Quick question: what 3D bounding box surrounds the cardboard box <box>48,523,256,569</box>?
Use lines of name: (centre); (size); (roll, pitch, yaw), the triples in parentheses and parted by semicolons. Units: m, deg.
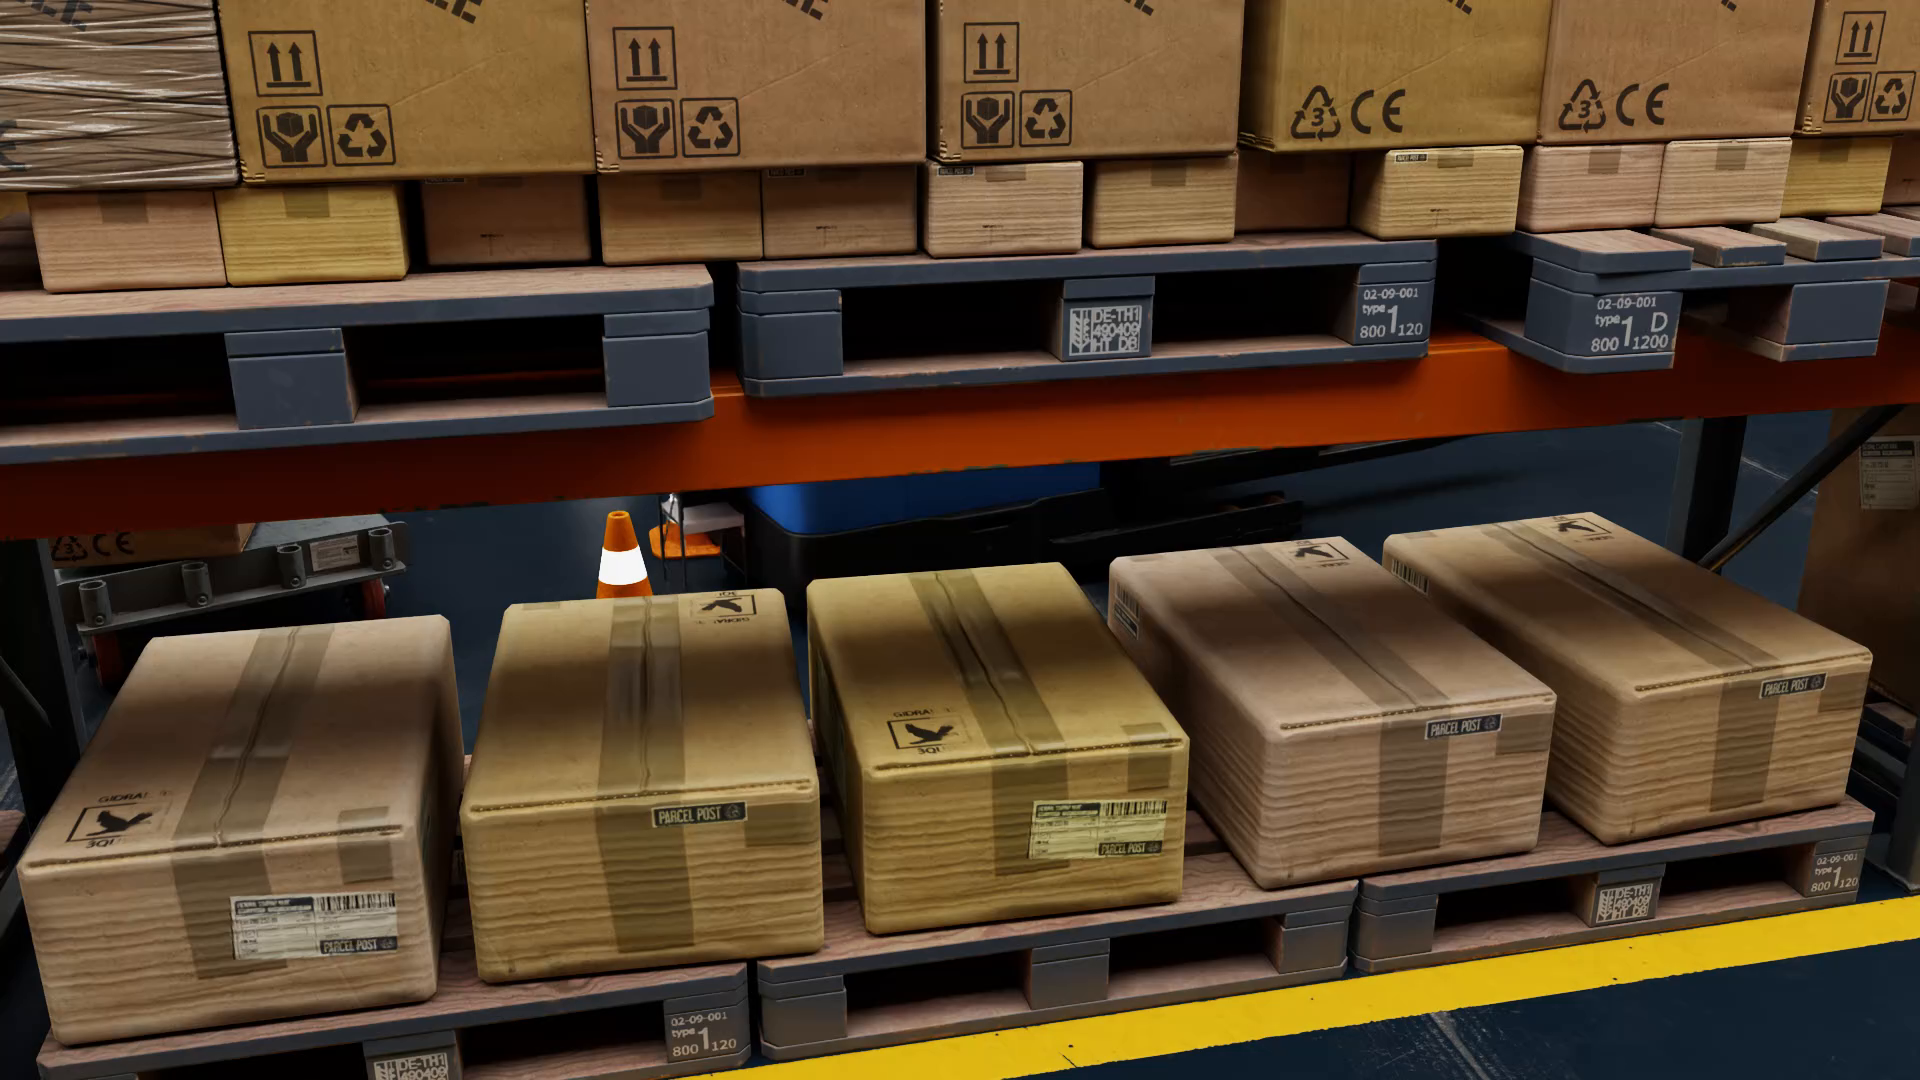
cardboard box: (-2.285, -0.255, 4.682); (0.500, 0.500, 0.500); (-5, 21, -12)

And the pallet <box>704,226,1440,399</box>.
pallet: (0.129, -0.536, 3.194); (1.213, 0.211, 1.003); (-5, 21, -12)

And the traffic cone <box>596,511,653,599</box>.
traffic cone: (-0.962, 0.145, 4.746); (0.334, 0.463, 0.336); (-5, 21, -12)

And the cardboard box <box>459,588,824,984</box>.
cardboard box: (-0.638, 0.457, 3.416); (0.625, 0.372, 0.950); (-3, 20, -9)

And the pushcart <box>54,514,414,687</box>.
pushcart: (-2.420, -0.007, 5.286); (0.936, 0.377, 1.648); (-13, 24, -31)

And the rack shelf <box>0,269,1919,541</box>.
rack shelf: (0.100, -0.300, 3.318); (4.000, 0.370, 1.077); (-5, 21, -12)

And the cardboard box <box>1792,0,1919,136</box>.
cardboard box: (1.668, -1.051, 3.134); (0.500, 0.500, 0.500); (-5, 21, -14)

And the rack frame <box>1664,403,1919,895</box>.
rack frame: (2.046, -0.796, 3.627); (0.127, 3.000, 1.000); (-5, 21, -12)

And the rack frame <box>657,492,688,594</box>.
rack frame: (-0.917, -0.250, 5.188); (0.006, 0.900, 0.240); (-11, 23, -26)

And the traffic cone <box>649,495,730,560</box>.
traffic cone: (-0.910, -0.213, 5.722); (0.334, 0.463, 0.336); (-5, 21, -12)

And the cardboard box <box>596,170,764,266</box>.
cardboard box: (-0.473, -0.568, 2.758); (0.250, 0.149, 0.380); (-4, 21, -12)

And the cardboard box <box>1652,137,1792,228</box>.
cardboard box: (1.302, -0.690, 3.092); (0.250, 0.149, 0.380); (-5, 21, -13)

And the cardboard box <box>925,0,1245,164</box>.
cardboard box: (0.145, -0.923, 2.785); (0.500, 0.500, 0.500); (-6, 21, -15)

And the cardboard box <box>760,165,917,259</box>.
cardboard box: (-0.232, -0.587, 2.810); (0.250, 0.149, 0.380); (-4, 21, -12)

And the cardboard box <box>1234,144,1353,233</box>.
cardboard box: (0.517, -0.669, 3.034); (0.250, 0.149, 0.380); (-4, 21, -12)

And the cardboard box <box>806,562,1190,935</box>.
cardboard box: (0.038, 0.401, 3.568); (0.625, 0.372, 0.950); (-4, 20, -11)

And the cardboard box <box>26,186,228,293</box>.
cardboard box: (-1.236, -0.497, 2.564); (0.250, 0.149, 0.380); (-4, 21, -12)

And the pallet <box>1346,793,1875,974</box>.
pallet: (1.285, 0.575, 3.939); (1.213, 0.211, 1.003); (-5, 21, -12)

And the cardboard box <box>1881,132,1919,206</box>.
cardboard box: (1.781, -0.770, 3.312); (0.250, 0.149, 0.380); (-4, 20, -10)

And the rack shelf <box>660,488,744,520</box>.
rack shelf: (-0.826, -0.151, 5.275); (0.200, 0.077, 0.258); (-11, 23, -26)

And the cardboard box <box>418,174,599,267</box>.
cardboard box: (-0.733, -0.561, 2.741); (0.250, 0.149, 0.380); (-3, 20, -9)

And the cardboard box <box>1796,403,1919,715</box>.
cardboard box: (2.737, -0.022, 3.993); (0.875, 0.875, 0.875); (-5, 21, -13)

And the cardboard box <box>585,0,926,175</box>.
cardboard box: (-0.353, -0.879, 2.664); (0.500, 0.500, 0.500); (-5, 21, -13)

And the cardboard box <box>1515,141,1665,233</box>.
cardboard box: (1.055, -0.673, 3.045); (0.250, 0.149, 0.380); (-6, 21, -15)

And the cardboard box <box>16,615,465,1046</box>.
cardboard box: (-1.337, 0.515, 3.258); (0.625, 0.372, 0.950); (-4, 21, -12)

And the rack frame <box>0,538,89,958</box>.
rack frame: (-1.847, -0.479, 2.762); (0.127, 3.000, 1.000); (-5, 21, -12)

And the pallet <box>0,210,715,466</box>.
pallet: (-1.069, -0.401, 2.828); (1.213, 0.211, 1.003); (-5, 21, -12)

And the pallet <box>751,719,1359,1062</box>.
pallet: (0.100, 0.670, 3.678); (1.213, 0.211, 1.003); (-5, 21, -12)

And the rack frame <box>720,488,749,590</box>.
rack frame: (-0.737, -0.284, 5.276); (0.006, 0.900, 0.240); (-11, 23, -26)

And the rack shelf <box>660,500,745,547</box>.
rack shelf: (-0.825, -0.067, 5.306); (0.200, 0.077, 0.258); (-11, 23, -26)

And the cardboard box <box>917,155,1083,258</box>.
cardboard box: (0.039, -0.590, 2.820); (0.250, 0.149, 0.380); (-4, 20, -10)

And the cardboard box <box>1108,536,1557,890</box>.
cardboard box: (0.778, 0.343, 3.727); (0.625, 0.372, 0.950); (-5, 21, -14)

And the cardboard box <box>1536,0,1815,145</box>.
cardboard box: (1.167, -1.006, 3.012); (0.500, 0.500, 0.500); (-5, 21, -13)

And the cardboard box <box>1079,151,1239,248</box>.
cardboard box: (0.292, -0.621, 2.905); (0.250, 0.149, 0.380); (-5, 21, -14)

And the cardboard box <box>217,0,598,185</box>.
cardboard box: (-0.837, -0.844, 2.570); (0.500, 0.500, 0.500); (-5, 21, -12)

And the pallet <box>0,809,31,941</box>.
pallet: (-2.492, 0.895, 3.065); (1.213, 0.211, 1.003); (-5, 21, -12)

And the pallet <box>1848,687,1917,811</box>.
pallet: (2.831, 0.476, 4.208); (1.213, 0.211, 1.003); (-5, 21, -12)

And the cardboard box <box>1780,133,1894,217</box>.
cardboard box: (1.537, -0.725, 3.188); (0.250, 0.149, 0.380); (-4, 21, -12)

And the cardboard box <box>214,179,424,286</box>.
cardboard box: (-0.991, -0.513, 2.610); (0.250, 0.149, 0.380); (-4, 21, -11)

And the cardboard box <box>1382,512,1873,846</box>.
cardboard box: (1.494, 0.282, 3.893); (0.625, 0.372, 0.950); (-6, 21, -16)

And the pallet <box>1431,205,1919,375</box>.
pallet: (1.377, -0.614, 3.408); (1.003, 0.211, 1.213); (-5, 21, -12)

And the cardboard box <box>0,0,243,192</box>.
cardboard box: (-1.324, -0.804, 2.461); (0.500, 0.500, 0.500); (-4, 21, -11)

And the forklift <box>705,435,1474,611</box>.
forklift: (0.616, -1.481, 5.595); (3.031, 2.935, 1.130); (-10, 22, -26)

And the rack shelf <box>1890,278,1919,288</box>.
rack shelf: (3.992, -0.616, 4.182); (4.000, 0.370, 1.077); (-5, 21, -12)

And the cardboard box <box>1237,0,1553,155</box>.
cardboard box: (0.676, -0.966, 2.902); (0.500, 0.500, 0.500); (-6, 21, -16)

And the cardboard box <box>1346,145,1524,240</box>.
cardboard box: (0.791, -0.646, 2.973); (0.250, 0.149, 0.380); (-4, 21, -12)

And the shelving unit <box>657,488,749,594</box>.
shelving unit: (-0.827, -0.267, 5.232); (0.210, 0.900, 0.258); (-11, 23, -26)

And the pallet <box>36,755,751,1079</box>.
pallet: (-1.089, 0.768, 3.412); (1.213, 0.211, 1.003); (-5, 21, -12)

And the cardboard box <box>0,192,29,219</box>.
cardboard box: (-3.712, -1.301, 7.485); (0.875, 0.875, 0.875); (-4, 21, -12)
